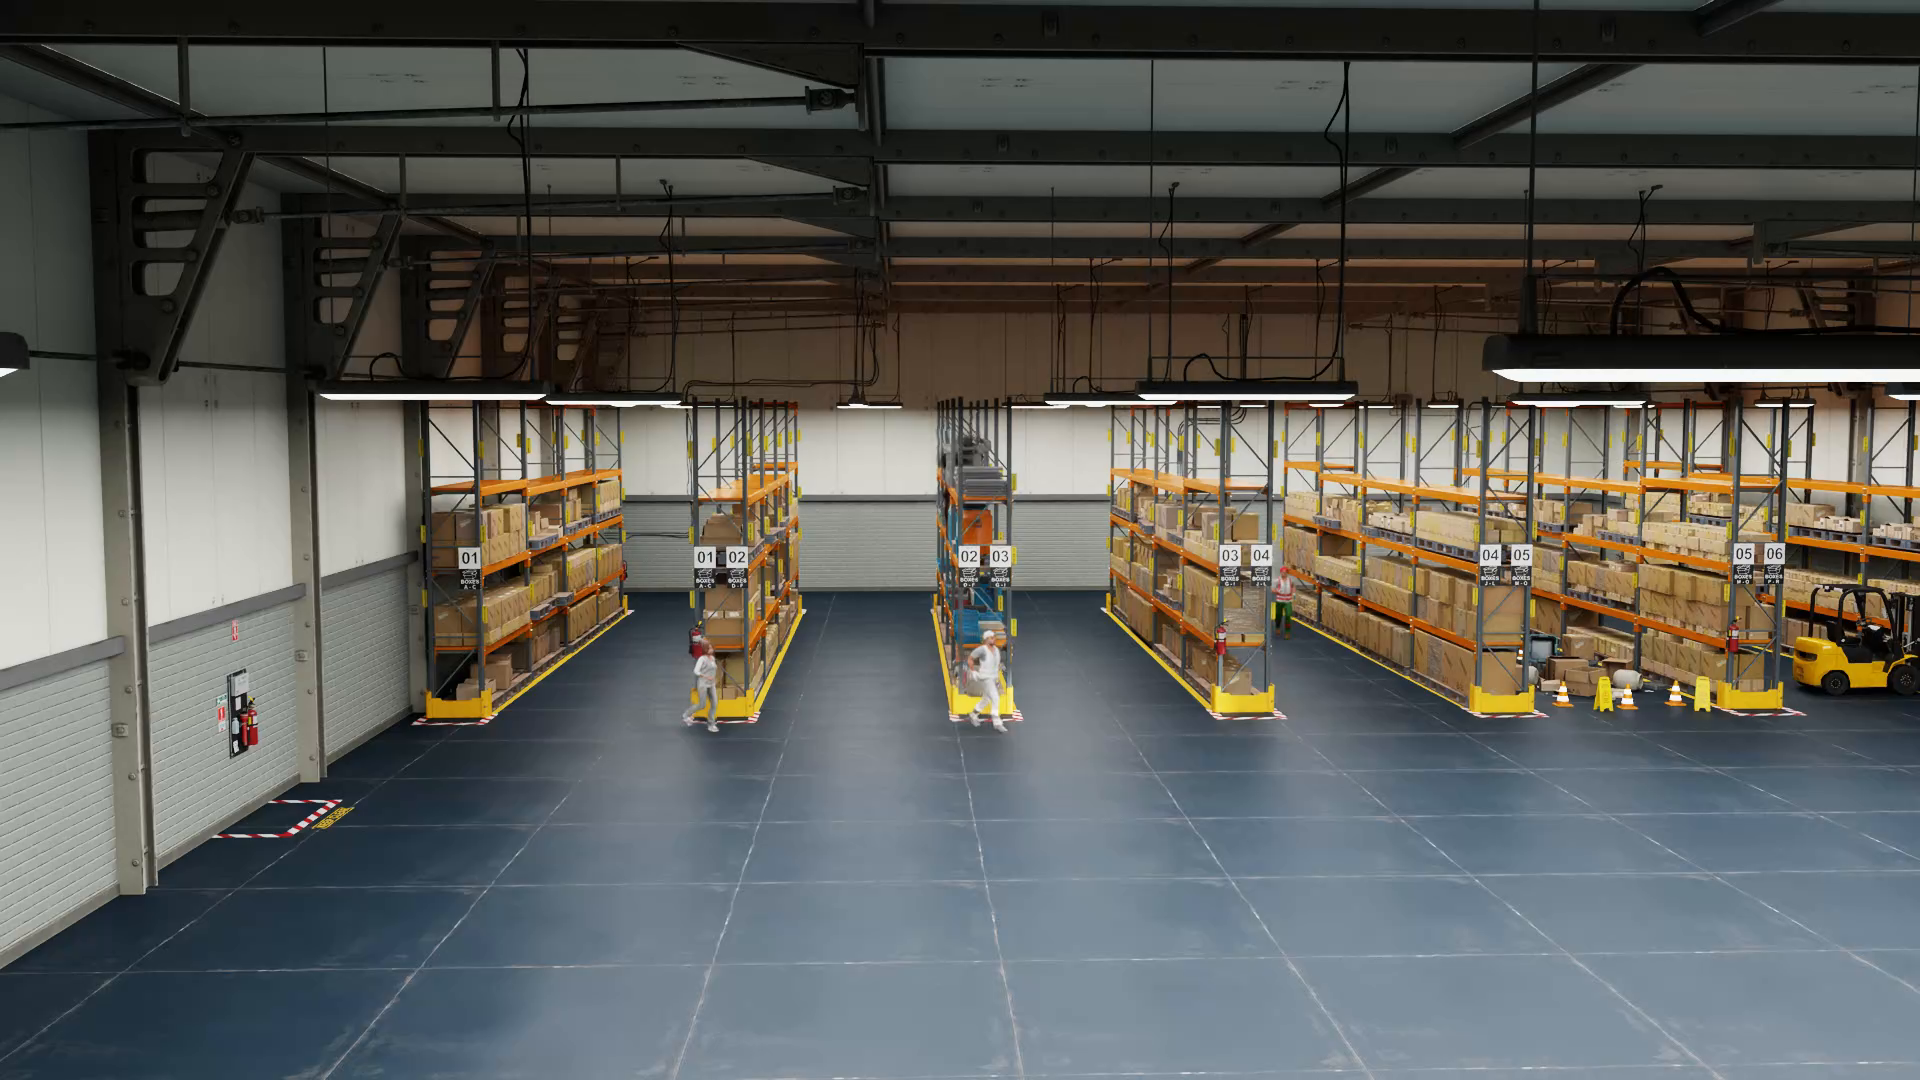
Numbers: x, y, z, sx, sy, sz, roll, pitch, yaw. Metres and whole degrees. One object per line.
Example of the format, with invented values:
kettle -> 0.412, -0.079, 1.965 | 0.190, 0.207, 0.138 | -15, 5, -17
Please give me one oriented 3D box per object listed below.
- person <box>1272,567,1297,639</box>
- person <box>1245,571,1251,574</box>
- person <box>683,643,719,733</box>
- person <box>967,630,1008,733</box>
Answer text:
person -> 8.161, 1.562, 41.911 | 0.659, 1.776, 0.996 | 0, 4, 2
person -> 8.028, 1.347, 45.117 | 0.681, 1.757, 0.770 | 0, 4, 3
person -> -4.574, 2.630, 29.863 | 0.797, 1.583, 0.571 | 3, 5, 33
person -> 0.530, 2.513, 29.882 | 0.896, 1.793, 0.642 | 3, 5, 35
